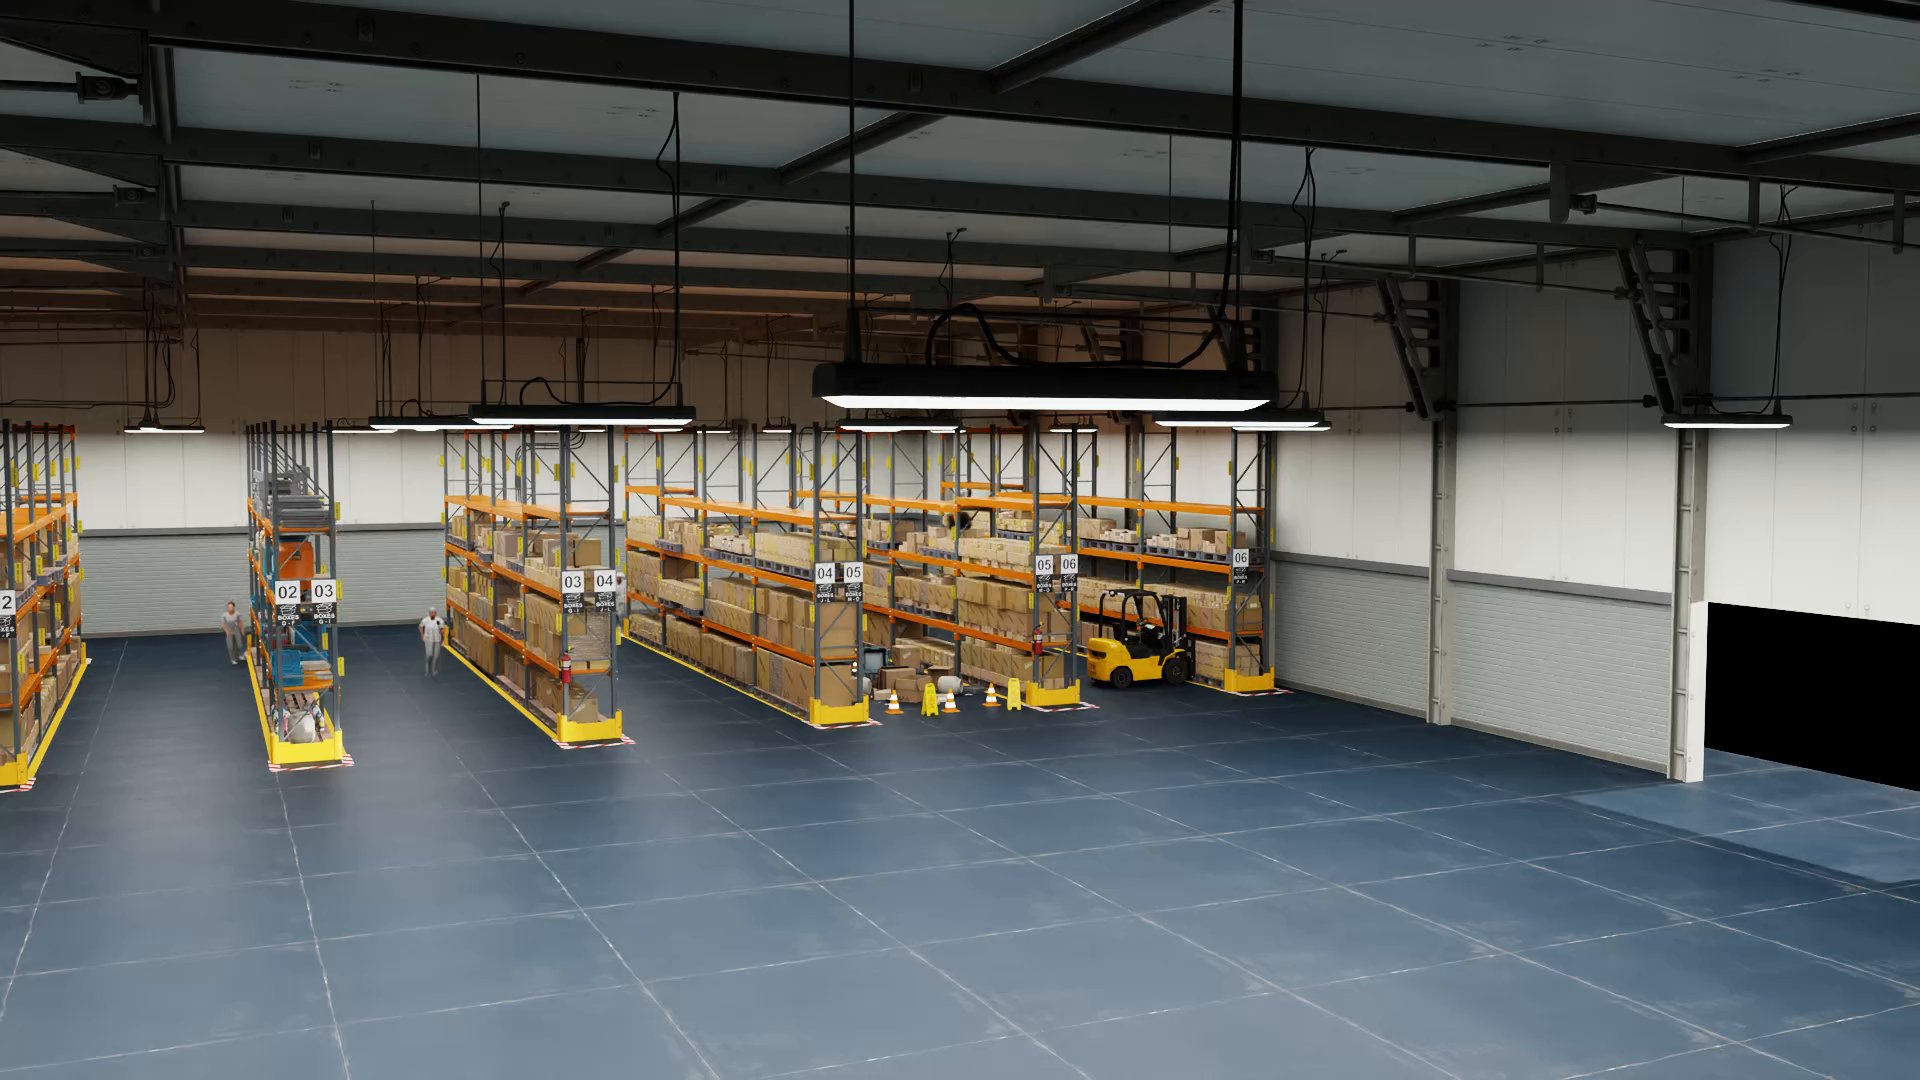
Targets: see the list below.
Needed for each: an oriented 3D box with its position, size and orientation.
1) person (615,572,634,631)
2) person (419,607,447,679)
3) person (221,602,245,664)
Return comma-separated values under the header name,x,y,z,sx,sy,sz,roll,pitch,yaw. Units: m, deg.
name,x,y,z,sx,sy,sz,roll,pitch,yaw
person,-9.802,1.765,48.736,0.687,1.665,0.768,3,5,43
person,-12.494,2.439,39.464,0.611,1.702,0.715,-2,4,-23
person,-18.231,2.326,41.687,0.543,1.593,0.695,-2,4,-26
